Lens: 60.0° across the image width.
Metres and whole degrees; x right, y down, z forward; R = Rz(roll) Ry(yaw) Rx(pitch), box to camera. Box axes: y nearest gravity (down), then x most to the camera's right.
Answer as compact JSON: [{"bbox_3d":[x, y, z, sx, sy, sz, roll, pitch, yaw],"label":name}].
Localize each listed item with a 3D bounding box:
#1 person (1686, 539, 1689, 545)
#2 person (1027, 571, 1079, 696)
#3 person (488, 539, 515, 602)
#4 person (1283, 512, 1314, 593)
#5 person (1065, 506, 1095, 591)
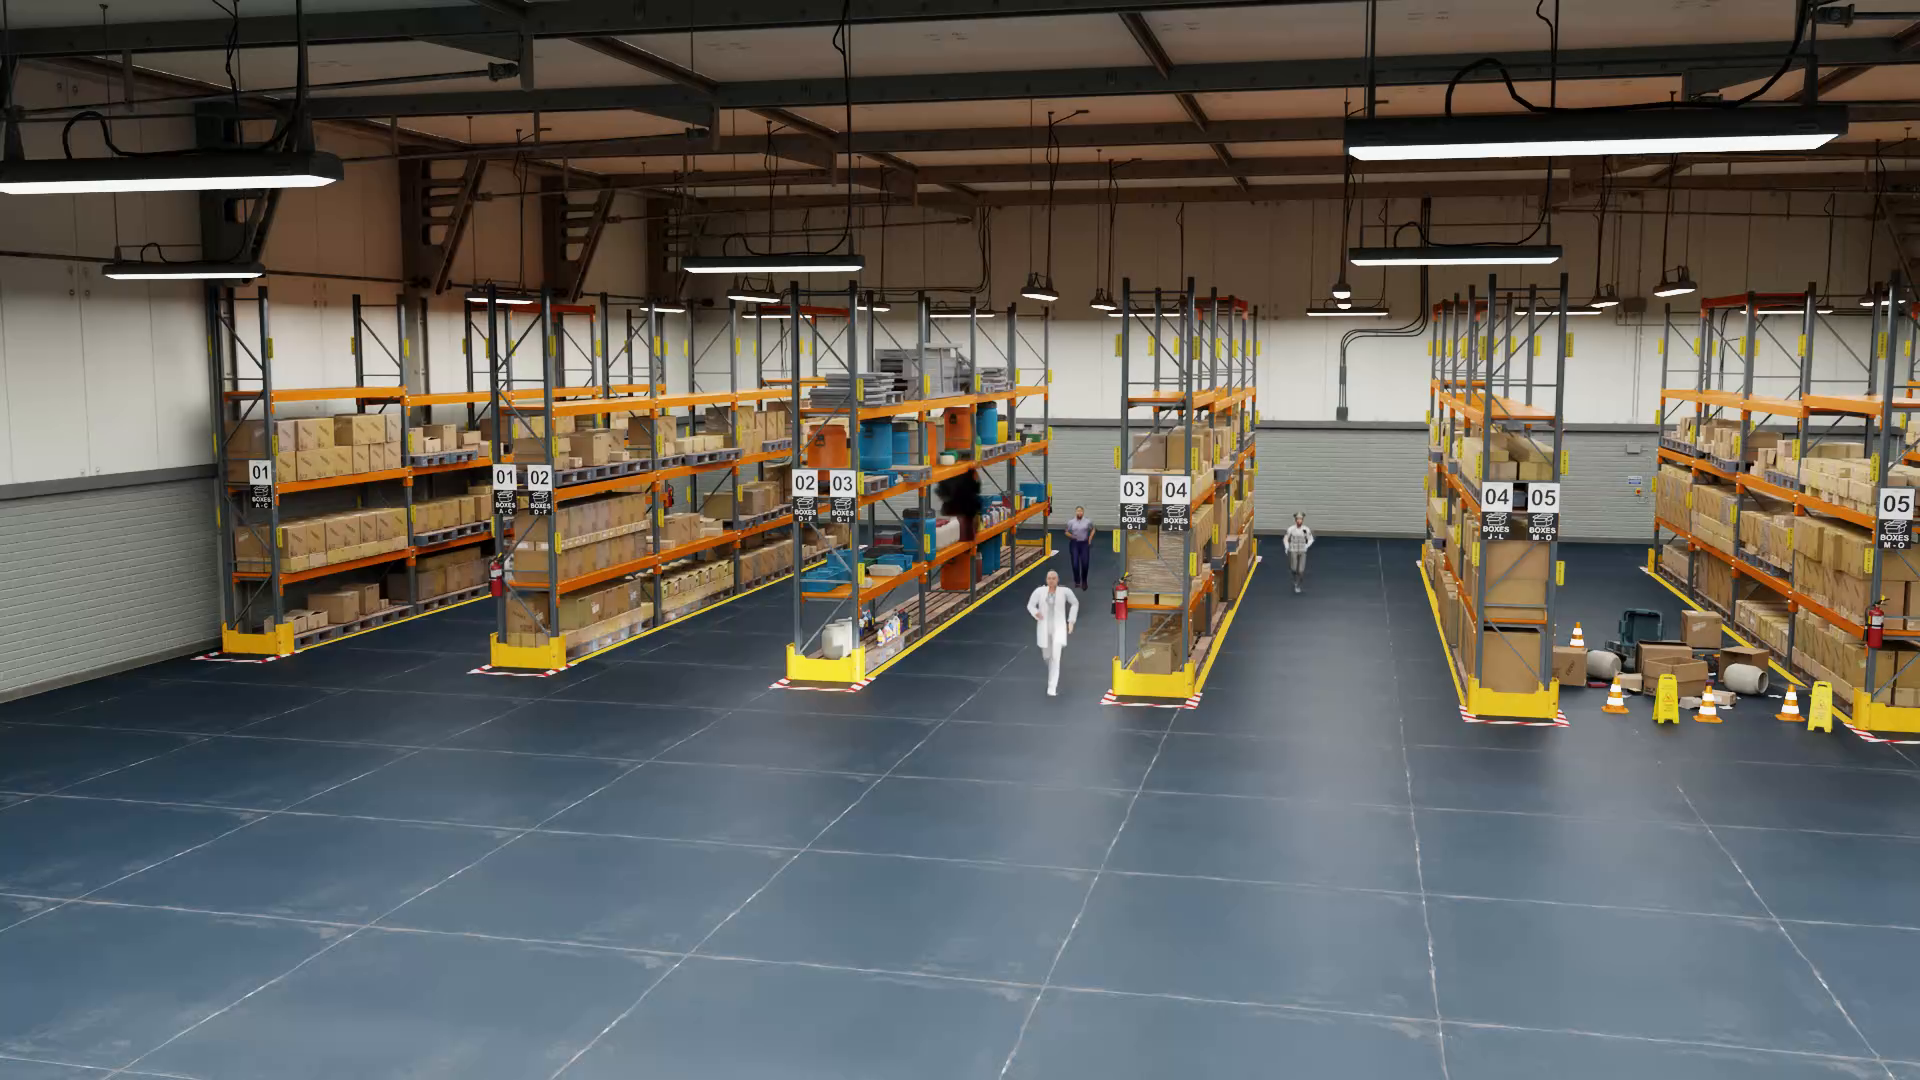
[{"bbox_3d":[16.883,-0.189,38.282,0.698,1.629,0.505,-5,8,-35],"label":"person"},{"bbox_3d":[1.357,1.333,24.465,0.747,1.791,0.962,1,7,12],"label":"person"},{"bbox_3d":[-7.926,0.837,28.996,0.564,1.741,0.753,0,7,-1],"label":"person"},{"bbox_3d":[6.999,0.251,34.395,0.616,1.647,0.554,1,7,10],"label":"person"},{"bbox_3d":[2.368,0.184,32.802,0.591,1.680,0.576,1,7,5],"label":"person"}]
